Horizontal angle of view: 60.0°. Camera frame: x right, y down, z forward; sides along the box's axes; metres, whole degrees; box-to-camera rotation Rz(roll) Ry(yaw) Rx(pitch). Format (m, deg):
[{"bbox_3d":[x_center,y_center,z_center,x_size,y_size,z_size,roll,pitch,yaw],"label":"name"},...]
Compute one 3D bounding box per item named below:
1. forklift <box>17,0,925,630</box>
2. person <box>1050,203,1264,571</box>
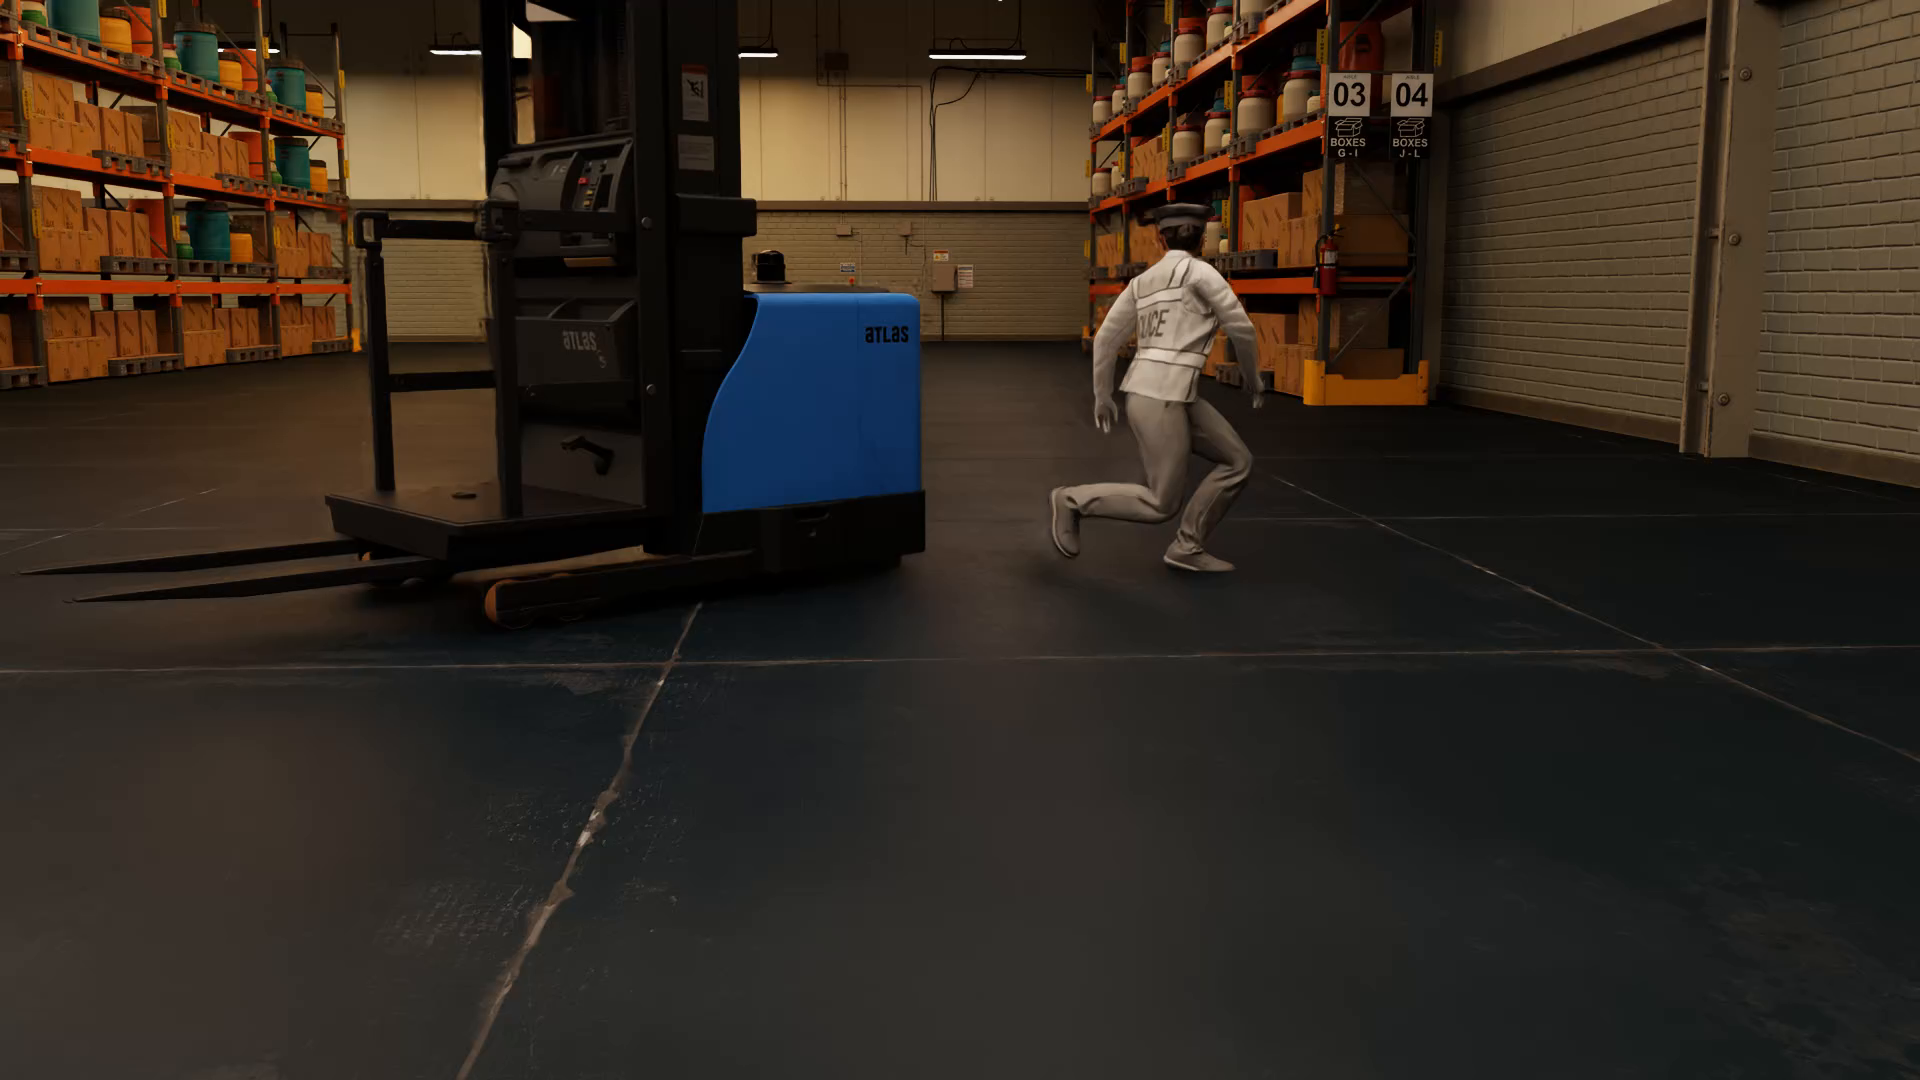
[{"bbox_3d":[-1.571,-1.246,5.721,3.031,2.935,1.130,-8,11,-41],"label":"forklift"},{"bbox_3d":[0.778,-0.587,6.529,0.842,1.449,0.564,0,8,0],"label":"person"}]
